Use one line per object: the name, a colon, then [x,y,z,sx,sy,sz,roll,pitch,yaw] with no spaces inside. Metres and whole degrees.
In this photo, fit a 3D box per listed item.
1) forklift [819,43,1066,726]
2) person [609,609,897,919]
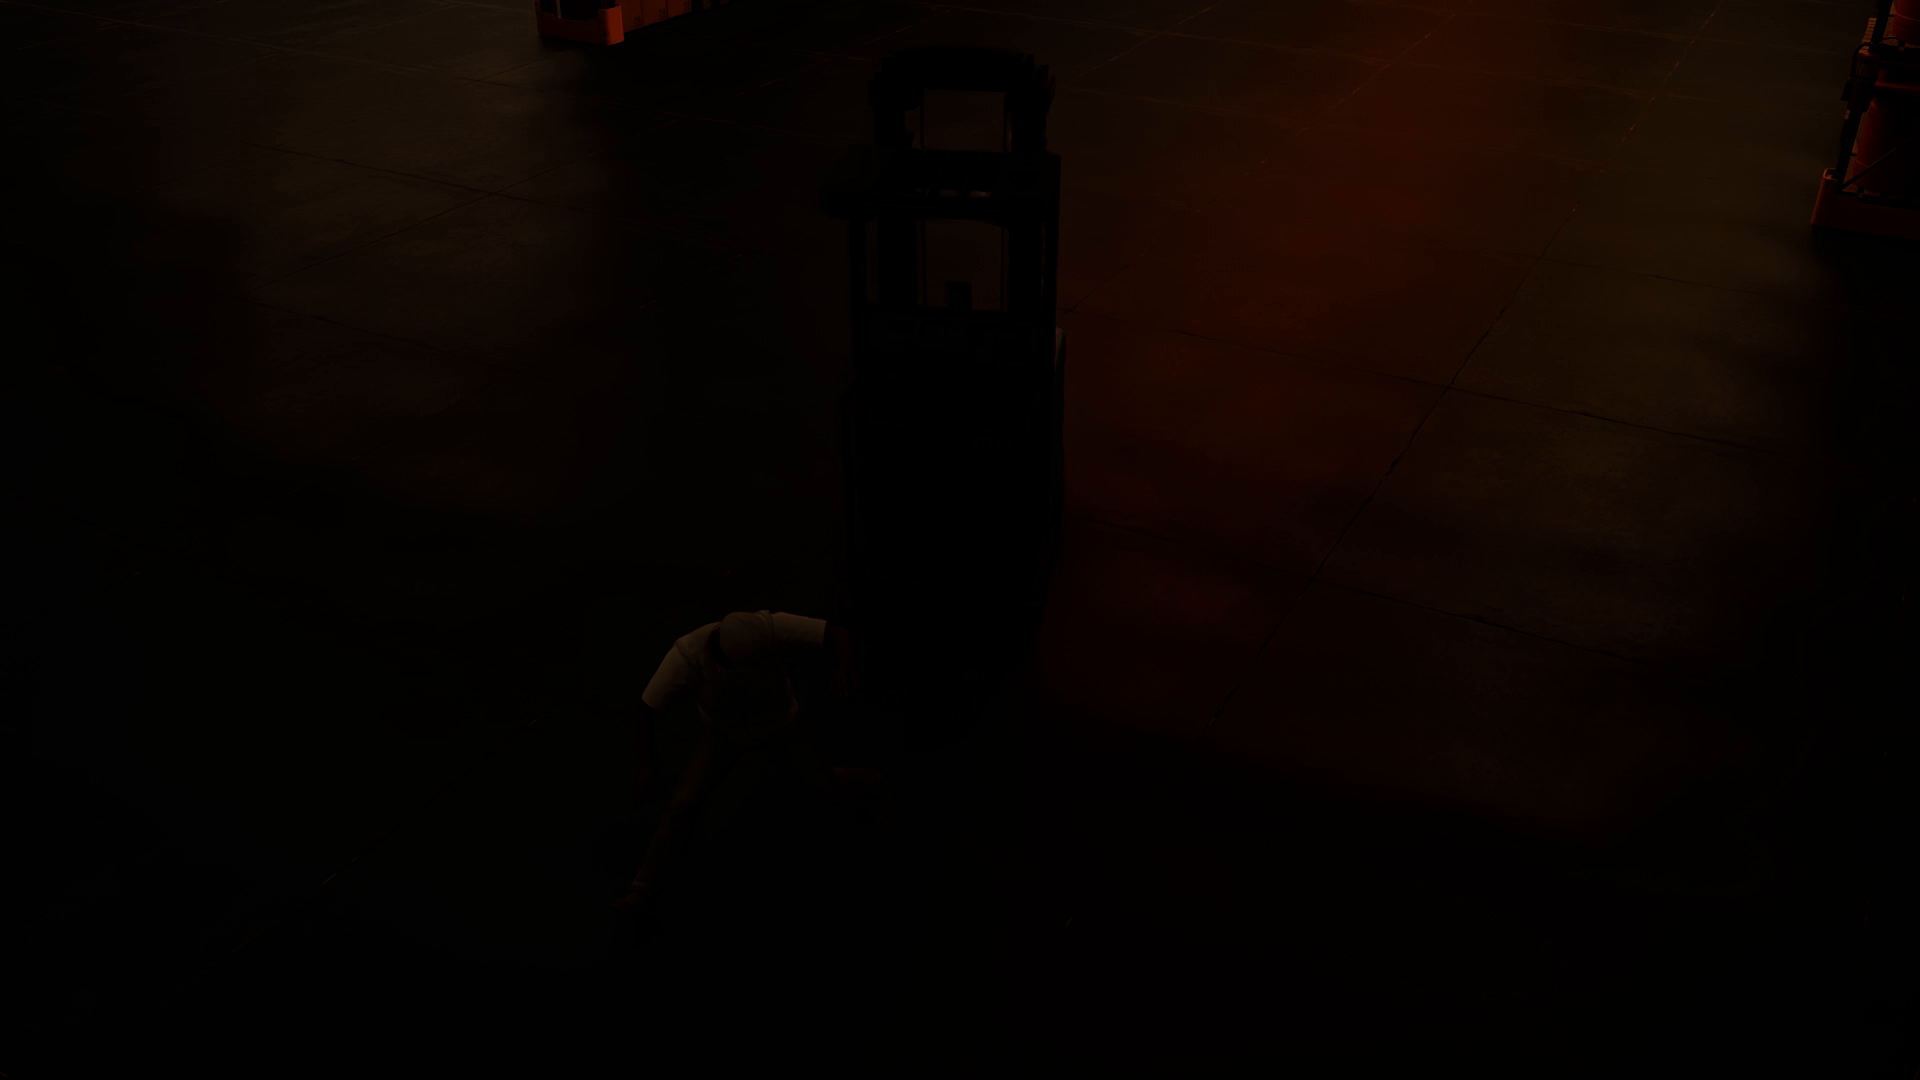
forklift: [-0.073,-0.958,8.730,1.130,2.935,3.031,4,30,7]
person: [-0.893,0.873,7.134,1.258,1.424,0.954,-3,30,-5]
